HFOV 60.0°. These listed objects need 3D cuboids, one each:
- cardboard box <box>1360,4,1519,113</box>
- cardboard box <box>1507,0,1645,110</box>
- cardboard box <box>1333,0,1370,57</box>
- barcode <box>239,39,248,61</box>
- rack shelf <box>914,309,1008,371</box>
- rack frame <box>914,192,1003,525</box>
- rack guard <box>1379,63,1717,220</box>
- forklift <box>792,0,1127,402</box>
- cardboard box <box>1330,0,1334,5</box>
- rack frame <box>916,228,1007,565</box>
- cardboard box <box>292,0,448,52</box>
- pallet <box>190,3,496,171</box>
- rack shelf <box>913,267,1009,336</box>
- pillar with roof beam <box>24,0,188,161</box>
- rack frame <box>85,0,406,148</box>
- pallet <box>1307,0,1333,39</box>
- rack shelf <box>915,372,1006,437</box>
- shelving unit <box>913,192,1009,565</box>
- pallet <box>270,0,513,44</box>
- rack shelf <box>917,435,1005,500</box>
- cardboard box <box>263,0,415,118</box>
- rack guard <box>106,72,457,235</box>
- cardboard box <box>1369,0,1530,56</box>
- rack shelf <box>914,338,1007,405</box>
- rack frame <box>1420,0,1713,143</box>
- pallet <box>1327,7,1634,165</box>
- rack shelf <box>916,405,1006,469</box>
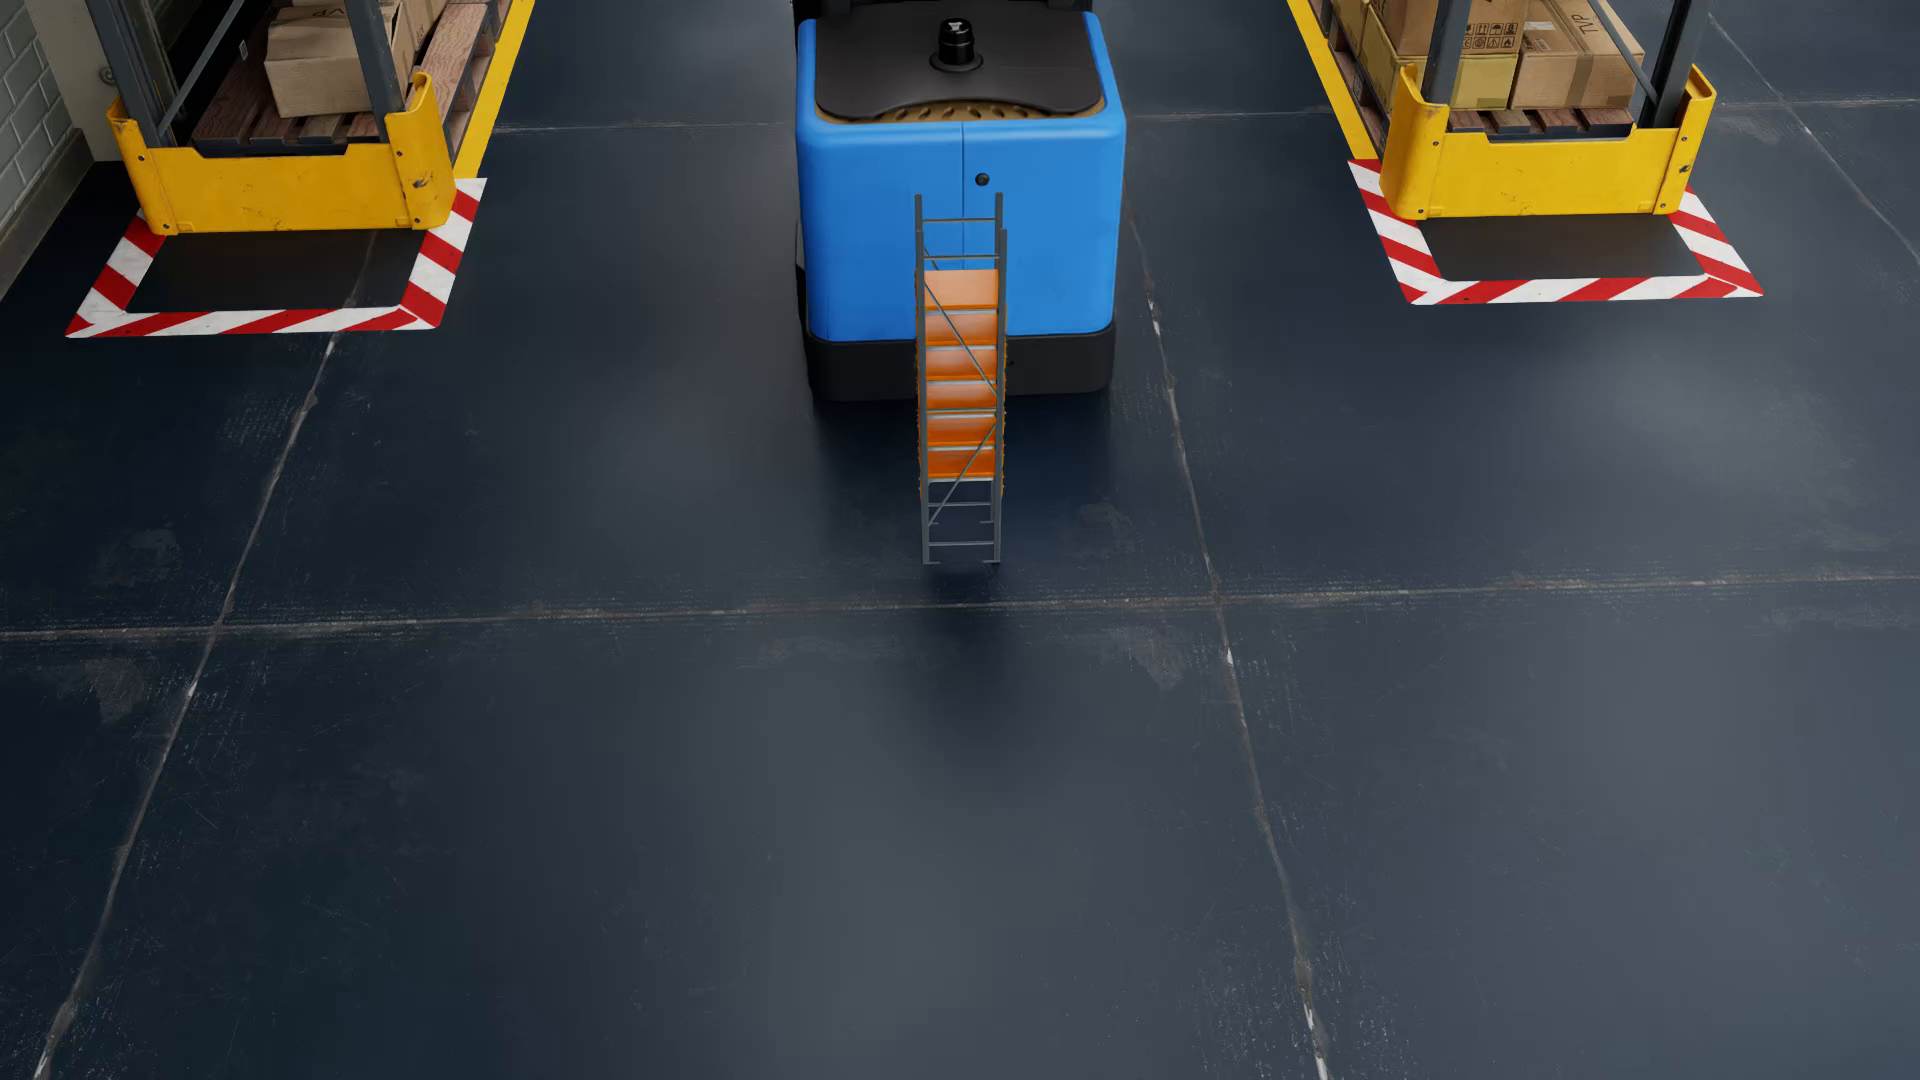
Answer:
[{"bbox_3d":[1.996,-2.028,6.967,0.500,0.250,0.500,-2,43,-2],"label":"cardboard box"},{"bbox_3d":[2.514,-2.043,6.983,0.500,0.250,0.500,-2,43,-2],"label":"cardboard box"},{"bbox_3d":[1.963,-2.365,7.335,0.500,0.250,0.500,-2,43,-2],"label":"cardboard box"},{"bbox_3d":[-2.975,-2.033,6.906,0.001,0.075,0.075,-2,43,-2],"label":"barcode"},{"bbox_3d":[0.001,-0.577,4.702,0.258,0.103,0.180,-2,43,-2],"label":"rack shelf"},{"bbox_3d":[-0.003,-0.494,4.901,0.240,1.200,0.006,-2,43,-2],"label":"rack frame"},{"bbox_3d":[2.315,-1.596,6.621,1.175,0.500,0.348,-2,43,-2],"label":"rack guard"},{"bbox_3d":[-0.078,-2.536,5.848,1.130,2.935,3.031,-2,43,-3],"label":"forklift"},{"bbox_3d":[1.940,-2.703,7.703,0.500,0.250,0.500,-2,43,-2],"label":"cardboard box"},{"bbox_3d":[0.004,-0.371,4.767,0.240,1.200,0.006,-2,43,-2],"label":"rack frame"},{"bbox_3d":[-2.599,-2.414,7.328,0.500,0.311,0.500,2,43,2],"label":"cardboard box"},{"bbox_3d":[-2.637,-1.961,7.234,1.003,0.211,1.213,-2,43,-2],"label":"pallet"},{"bbox_3d":[0.001,-0.665,4.621,0.258,0.103,0.180,-2,43,-2],"label":"rack shelf"},{"bbox_3d":[0.772,-5.171,4.232,9.100,9.000,0.400,-2,43,-2],"label":"pillar with roof beam"},{"bbox_3d":[-2.635,-2.389,5.636,1.000,3.000,0.127,-2,43,-2],"label":"rack frame"},{"bbox_3d":[2.191,-2.842,8.194,1.003,0.211,1.213,-2,43,-2],"label":"pallet"},{"bbox_3d":[0.001,-0.400,4.864,0.258,0.103,0.180,-2,43,-2],"label":"rack shelf"},{"bbox_3d":[0.001,-0.433,4.834,0.258,1.200,0.189,-2,43,-2],"label":"shelving unit"},{"bbox_3d":[-2.686,-2.783,8.130,1.003,0.211,1.213,-2,43,-2],"label":"pallet"},{"bbox_3d":[0.001,-0.223,5.026,0.258,0.103,0.180,-2,43,-2],"label":"rack shelf"},{"bbox_3d":[-2.574,-2.029,6.908,0.500,0.311,0.500,-6,43,-7],"label":"cardboard box"},{"bbox_3d":[-2.638,-1.518,6.537,1.175,0.500,0.348,-2,43,-2],"label":"rack guard"},{"bbox_3d":[1.994,-2.304,6.713,0.500,0.500,0.500,-2,43,-2],"label":"cardboard box"},{"bbox_3d":[0.001,-0.488,4.783,0.258,0.103,0.180,-2,43,-2],"label":"rack shelf"},{"bbox_3d":[2.314,-2.533,5.794,1.000,3.000,0.127,-2,43,-2],"label":"rack frame"},{"bbox_3d":[2.240,-2.020,7.298,1.003,0.211,1.213,-2,43,-2],"label":"pallet"},{"bbox_3d":[0.001,-0.311,4.945,0.258,0.103,0.180,-2,43,-2],"label":"rack shelf"}]
